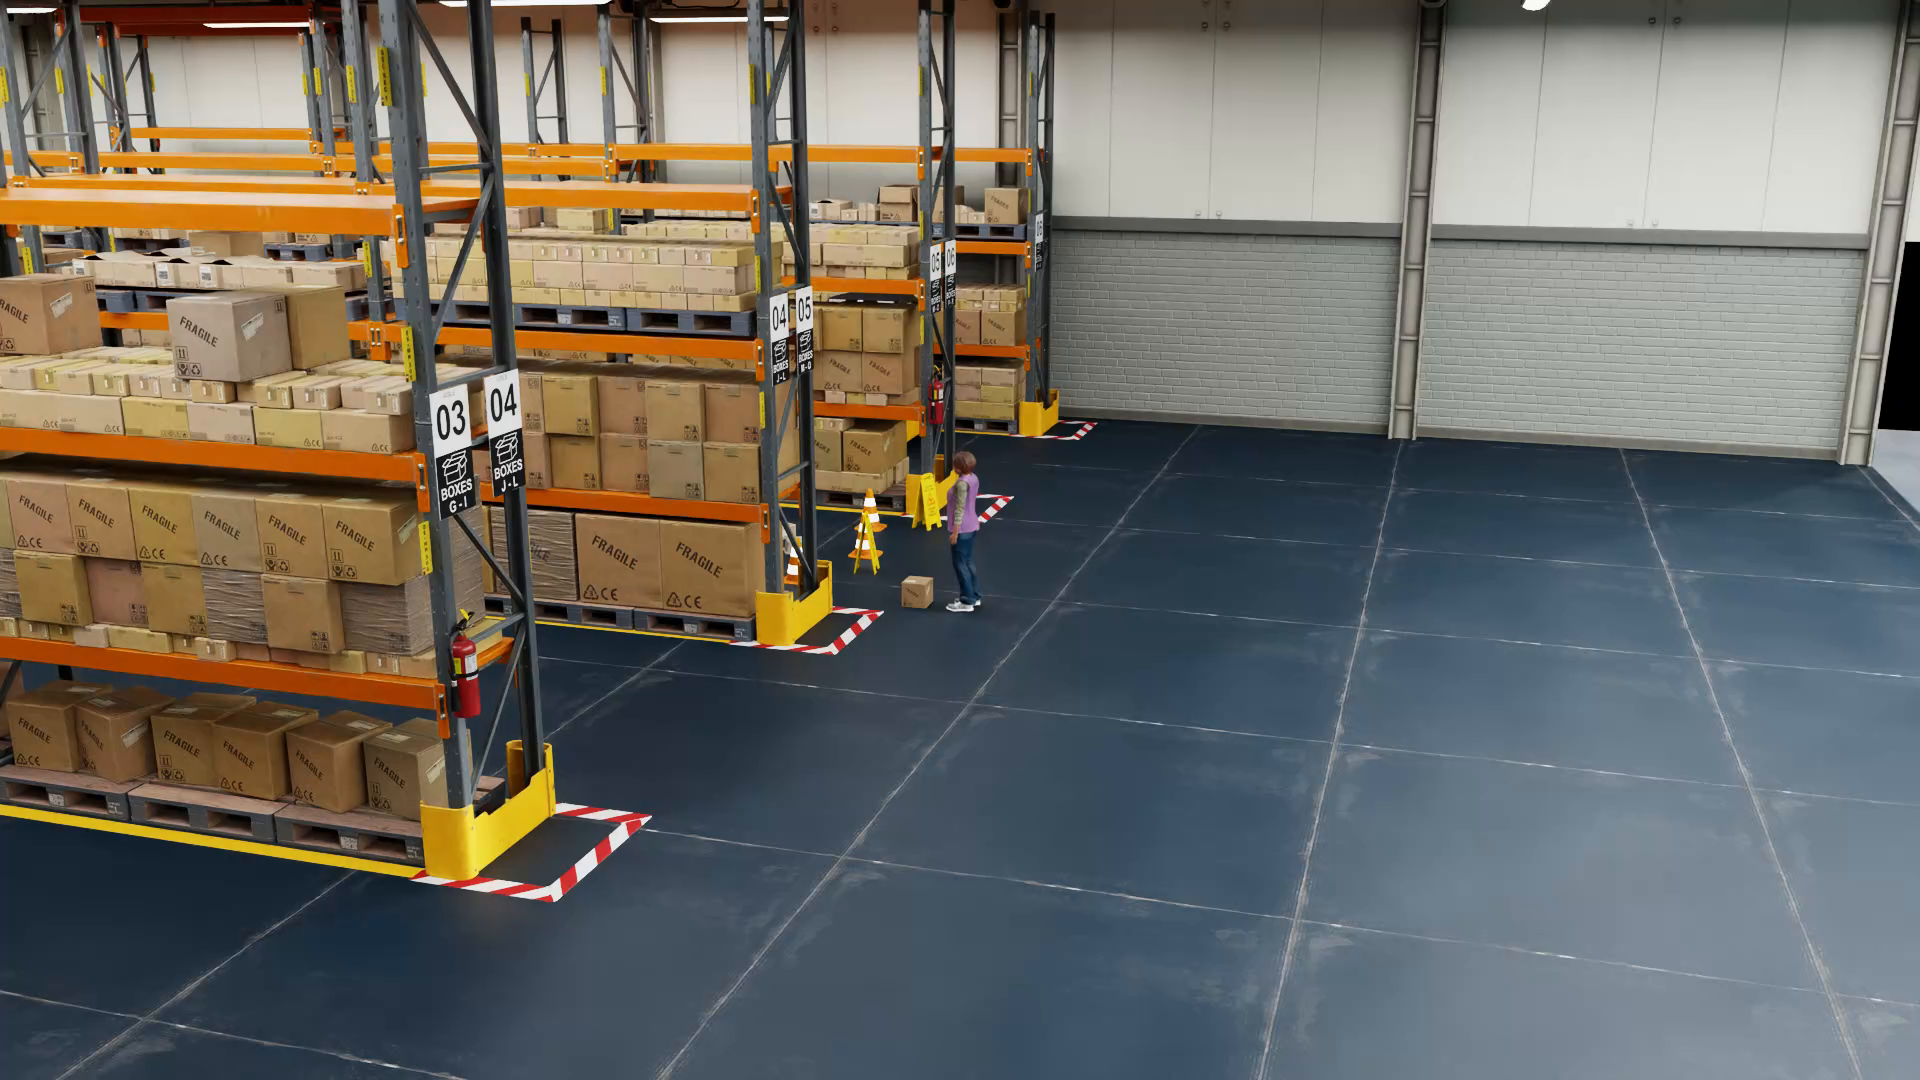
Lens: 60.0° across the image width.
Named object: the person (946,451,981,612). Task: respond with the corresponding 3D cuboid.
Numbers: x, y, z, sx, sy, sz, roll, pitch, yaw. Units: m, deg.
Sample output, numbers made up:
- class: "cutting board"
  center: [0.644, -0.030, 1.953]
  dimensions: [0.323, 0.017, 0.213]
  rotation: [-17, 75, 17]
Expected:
- class: "person"
  center: [0.032, -0.085, 16.250]
  dimensions: [0.310, 1.597, 0.406]
  rotation: [5, 16, 17]
